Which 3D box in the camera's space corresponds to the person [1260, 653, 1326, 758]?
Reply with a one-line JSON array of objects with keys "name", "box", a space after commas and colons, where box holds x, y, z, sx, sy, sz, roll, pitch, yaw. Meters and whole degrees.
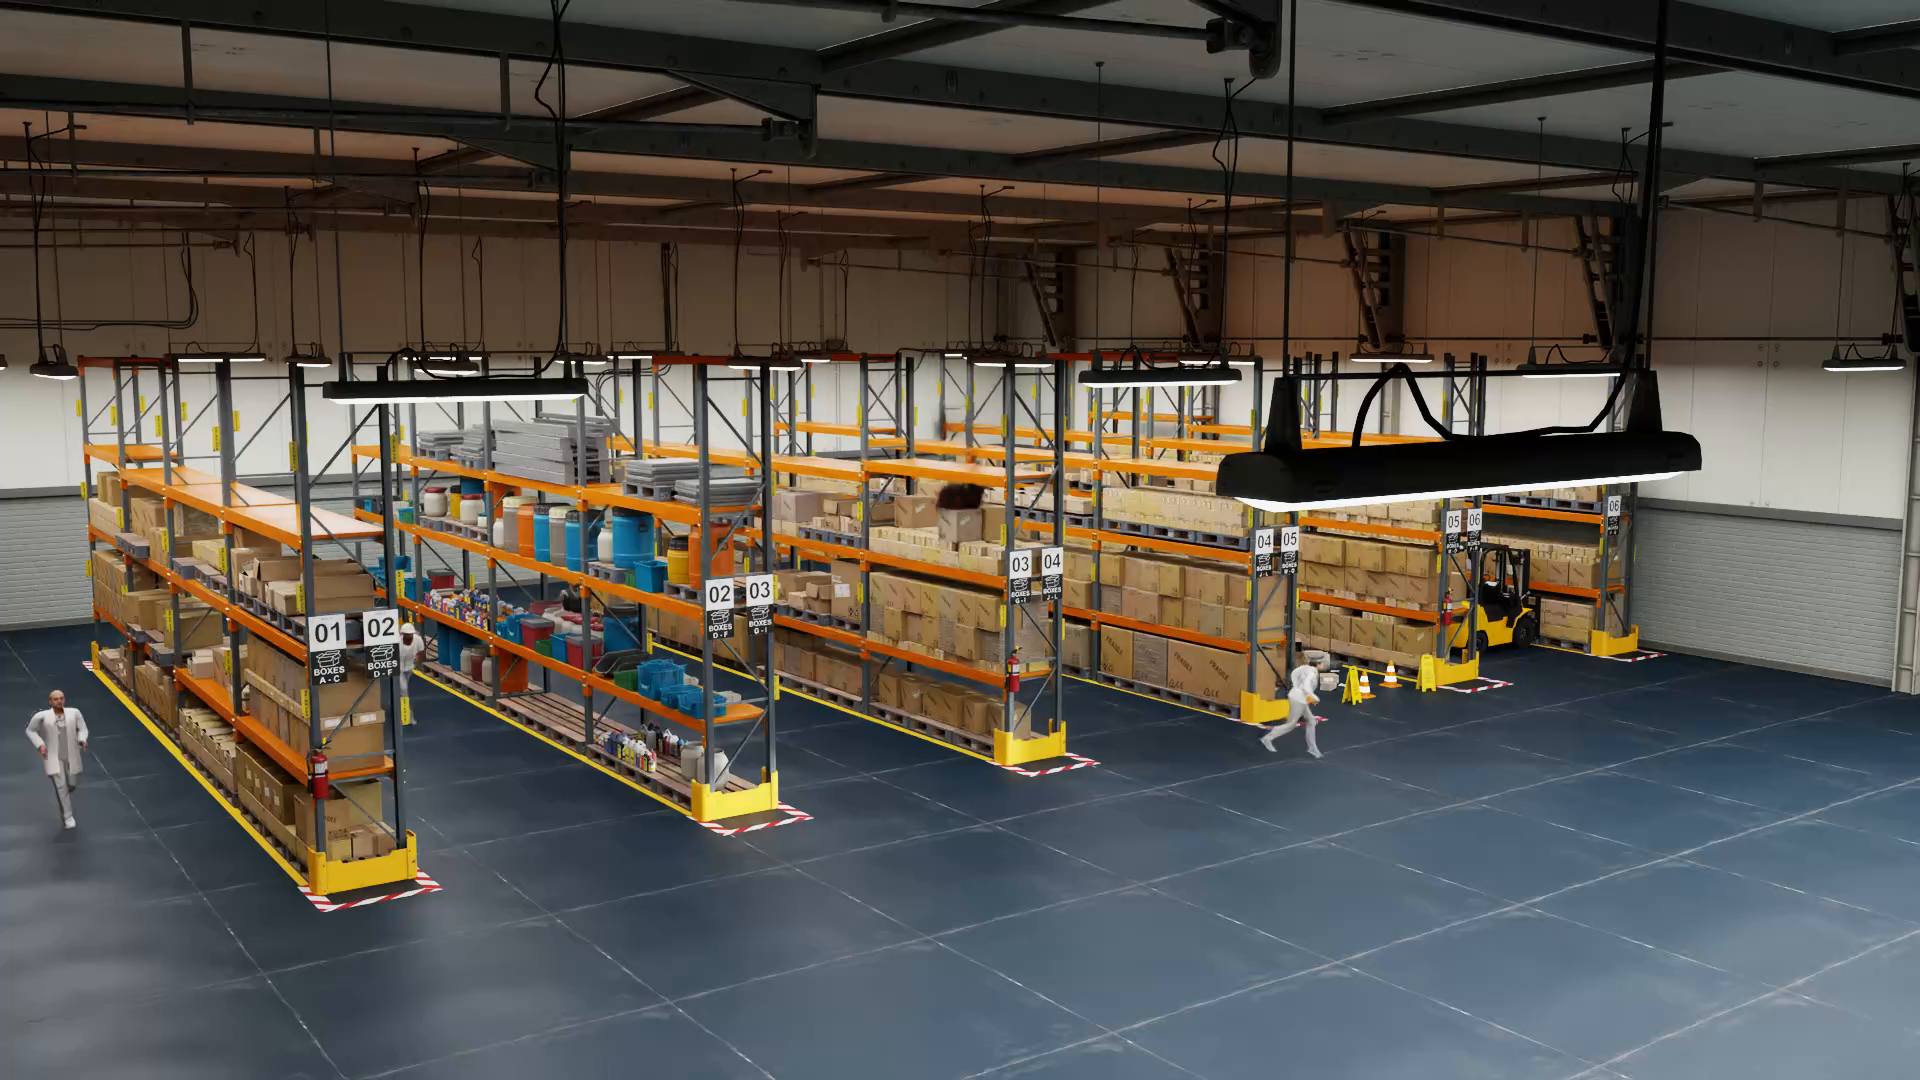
[{"name": "person", "box": [5.044, 2.515, 25.184, 0.978, 1.627, 0.652, 0, 7, -2]}]

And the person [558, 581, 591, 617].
[{"name": "person", "box": [-7.576, 1.130, 32.722, 0.660, 0.858, 0.412, -5, 9, -36]}]

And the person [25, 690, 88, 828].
[{"name": "person", "box": [-11.801, 2.838, 21.798, 0.711, 1.765, 0.880, -6, 9, -40]}]

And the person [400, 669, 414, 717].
[{"name": "person", "box": [-9.322, 2.436, 27.690, 0.363, 0.893, 0.883, -5, 9, -37]}]
